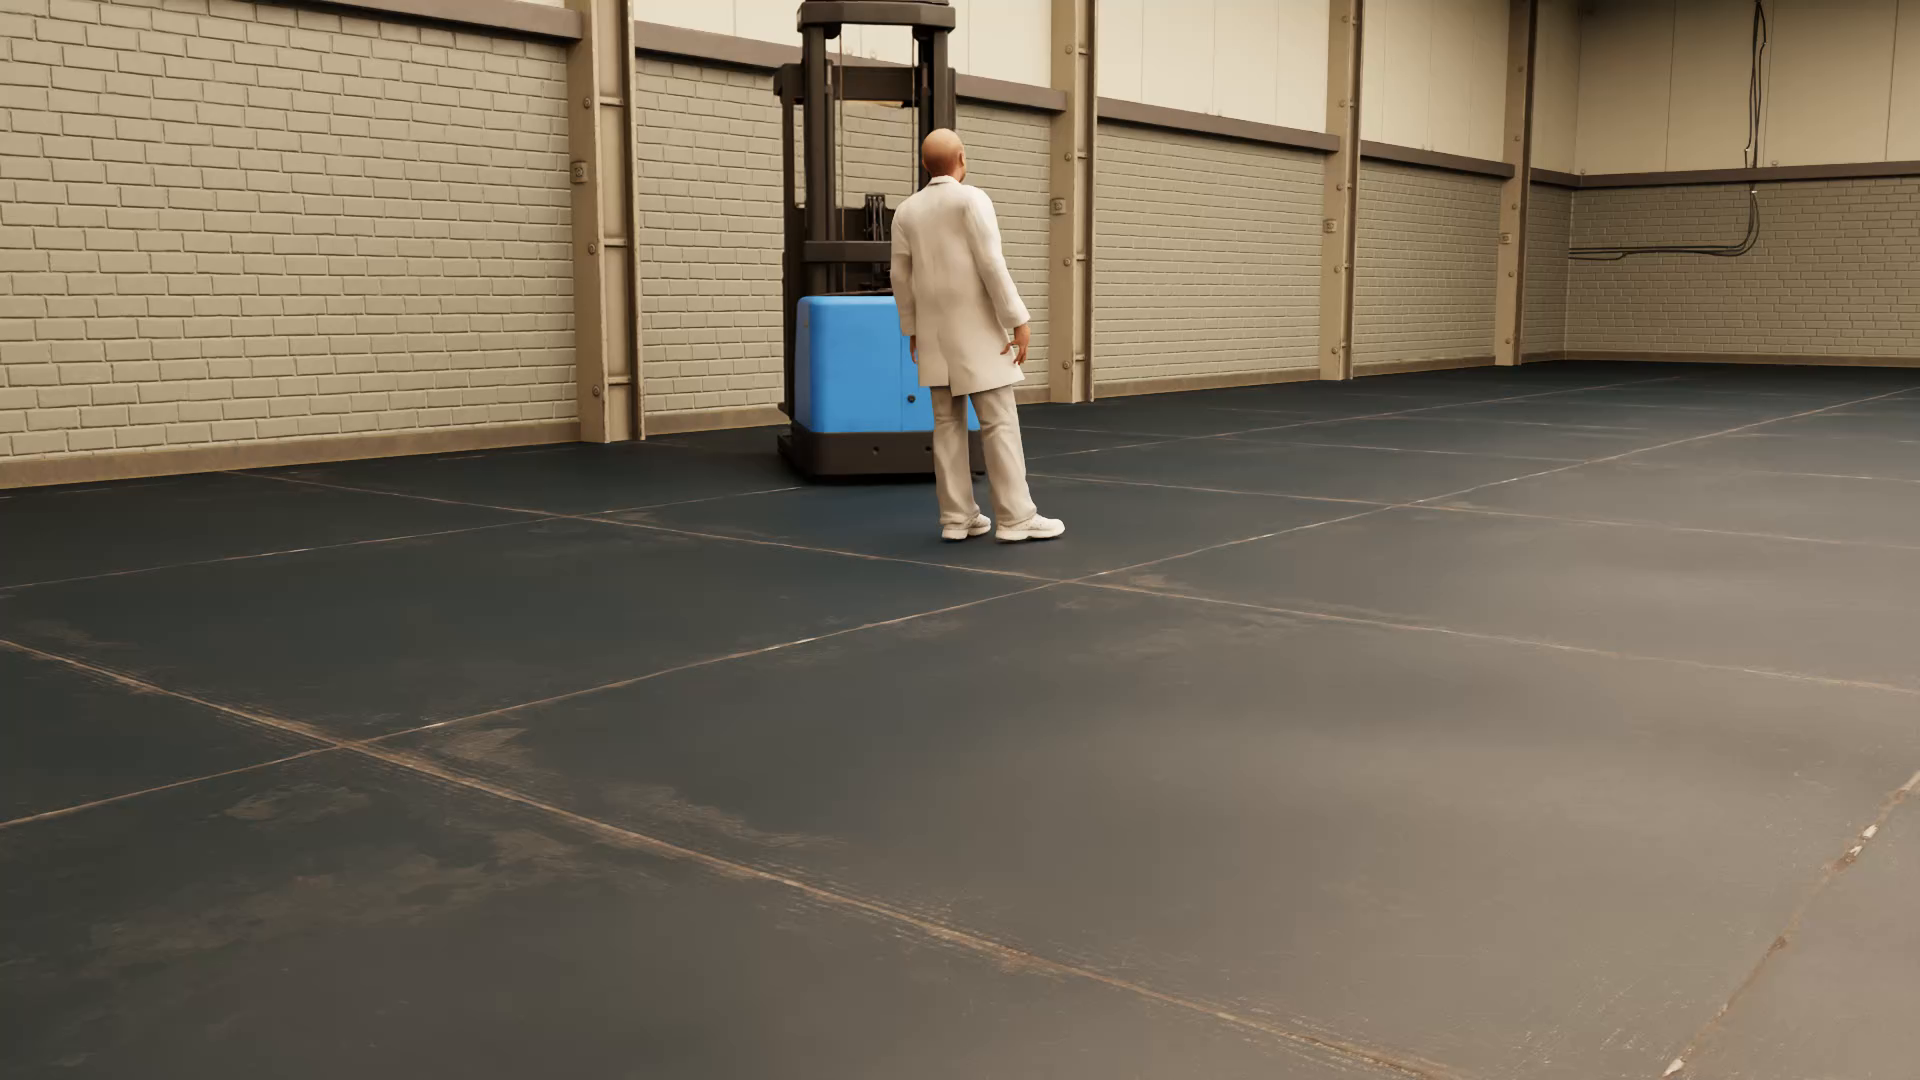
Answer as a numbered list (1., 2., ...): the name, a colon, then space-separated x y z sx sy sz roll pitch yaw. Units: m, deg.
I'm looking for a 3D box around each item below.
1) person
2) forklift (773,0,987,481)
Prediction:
1. person: 0.060 -0.897 7.342 0.698 1.777 0.580 7 11 38
2. forklift: -0.615 -1.974 10.772 1.130 2.935 3.031 -2 8 -11
